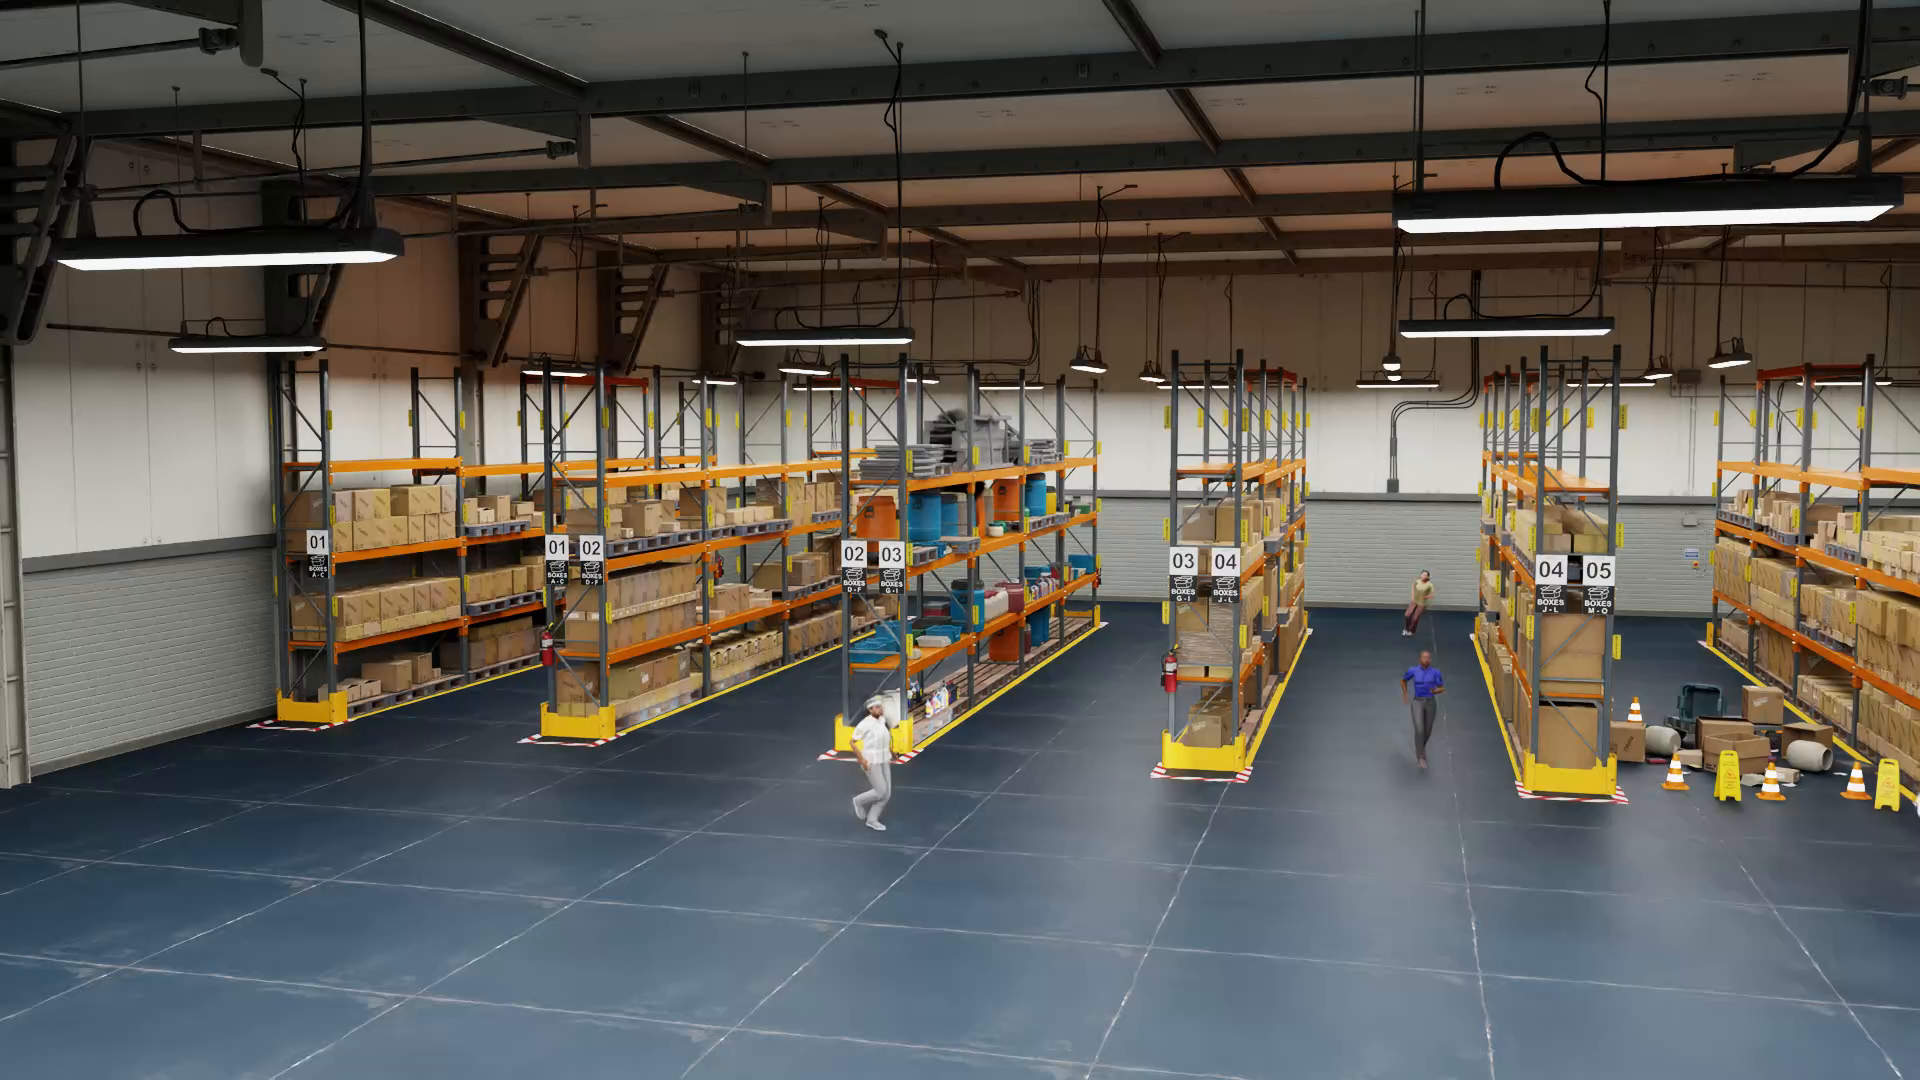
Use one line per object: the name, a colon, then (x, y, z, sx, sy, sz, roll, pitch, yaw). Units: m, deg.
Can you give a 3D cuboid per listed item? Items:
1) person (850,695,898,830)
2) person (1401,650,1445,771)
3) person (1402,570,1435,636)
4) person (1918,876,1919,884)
person: (-1.024, 2.721, 20.367, 0.555, 1.660, 0.581, 3, 5, 39)
person: (6.714, 2.428, 24.091, 0.566, 1.687, 0.841, 0, 4, 2)
person: (10.546, 1.449, 38.288, 0.754, 1.559, 0.565, 3, 5, 37)
person: (10.005, 2.984, 16.728, 0.623, 1.652, 0.550, -3, 5, -33)
